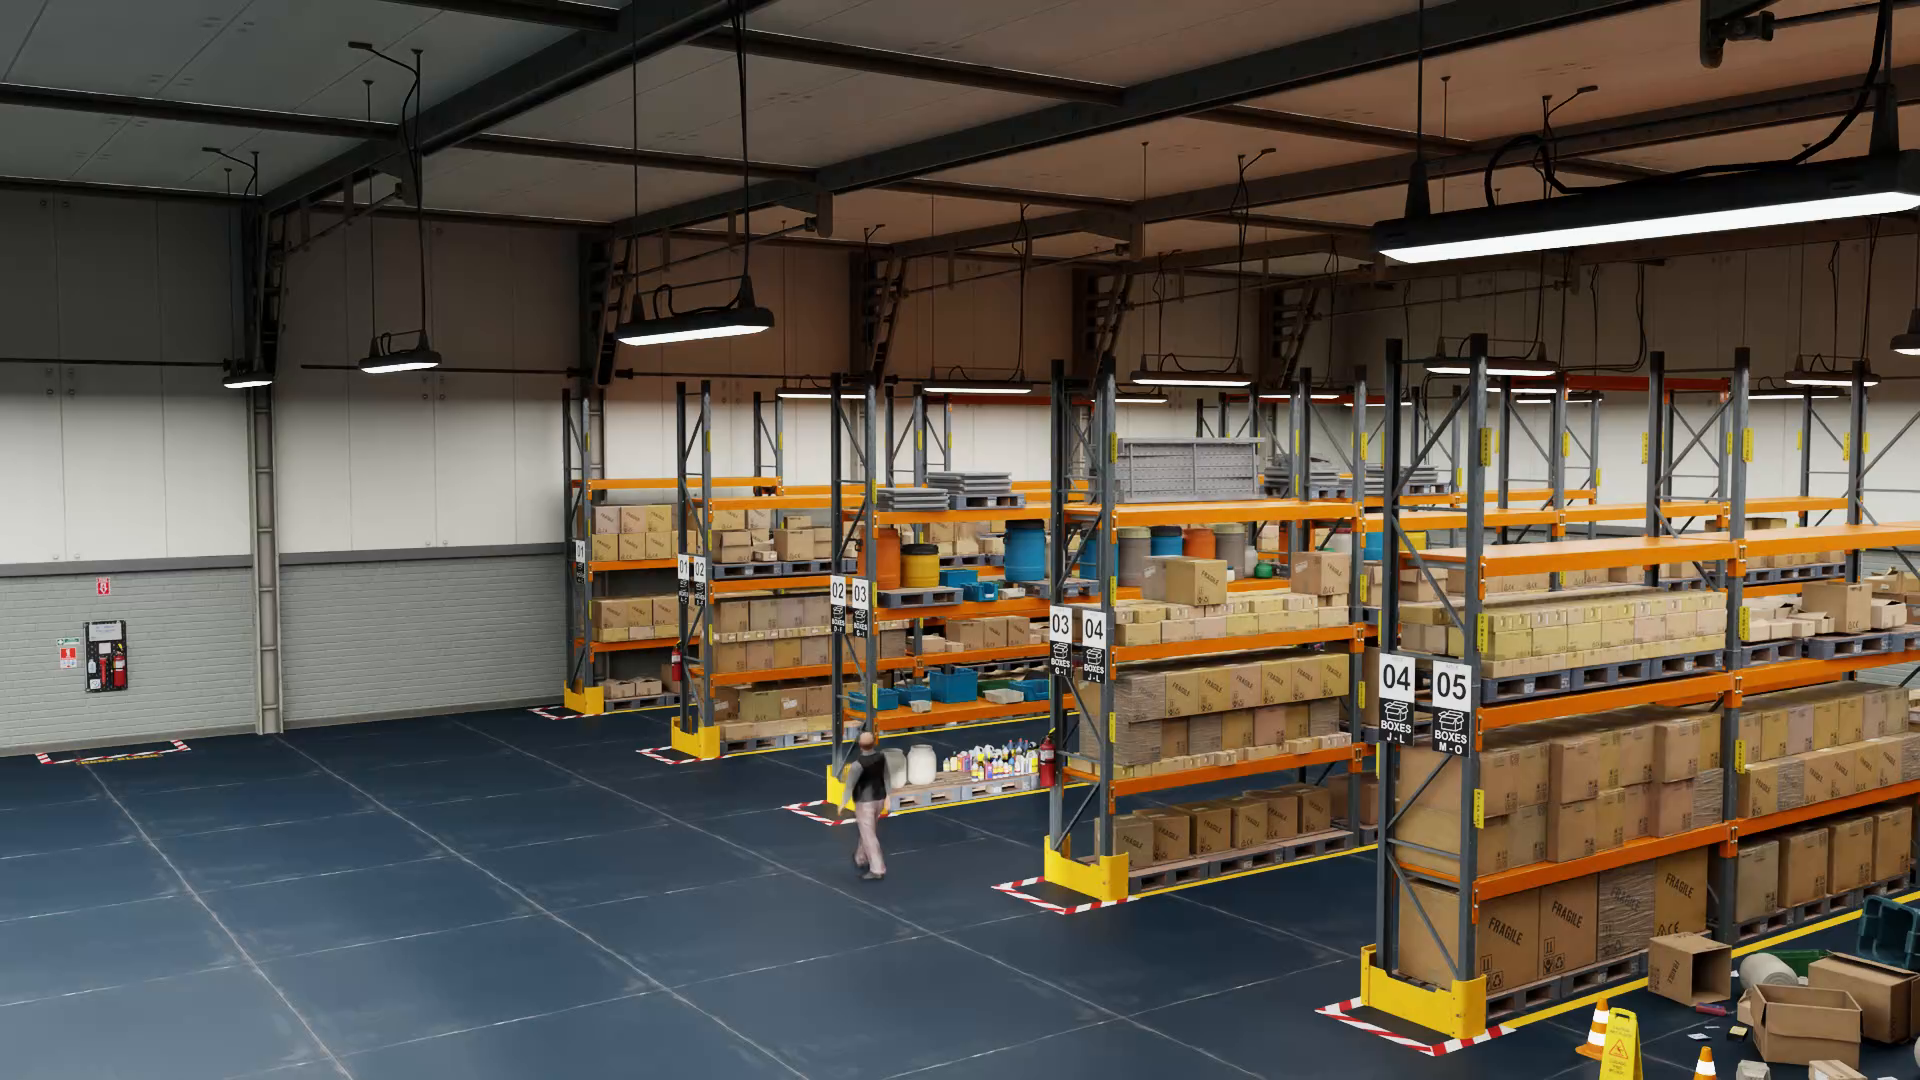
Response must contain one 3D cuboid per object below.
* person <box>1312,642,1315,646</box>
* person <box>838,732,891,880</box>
[{"bbox_3d":[8.123,1.877,38.736,0.483,1.598,0.397,0,4,5],"label":"person"},{"bbox_3d":[-1.106,3.066,19.447,0.822,1.688,0.646,3,4,35],"label":"person"}]
